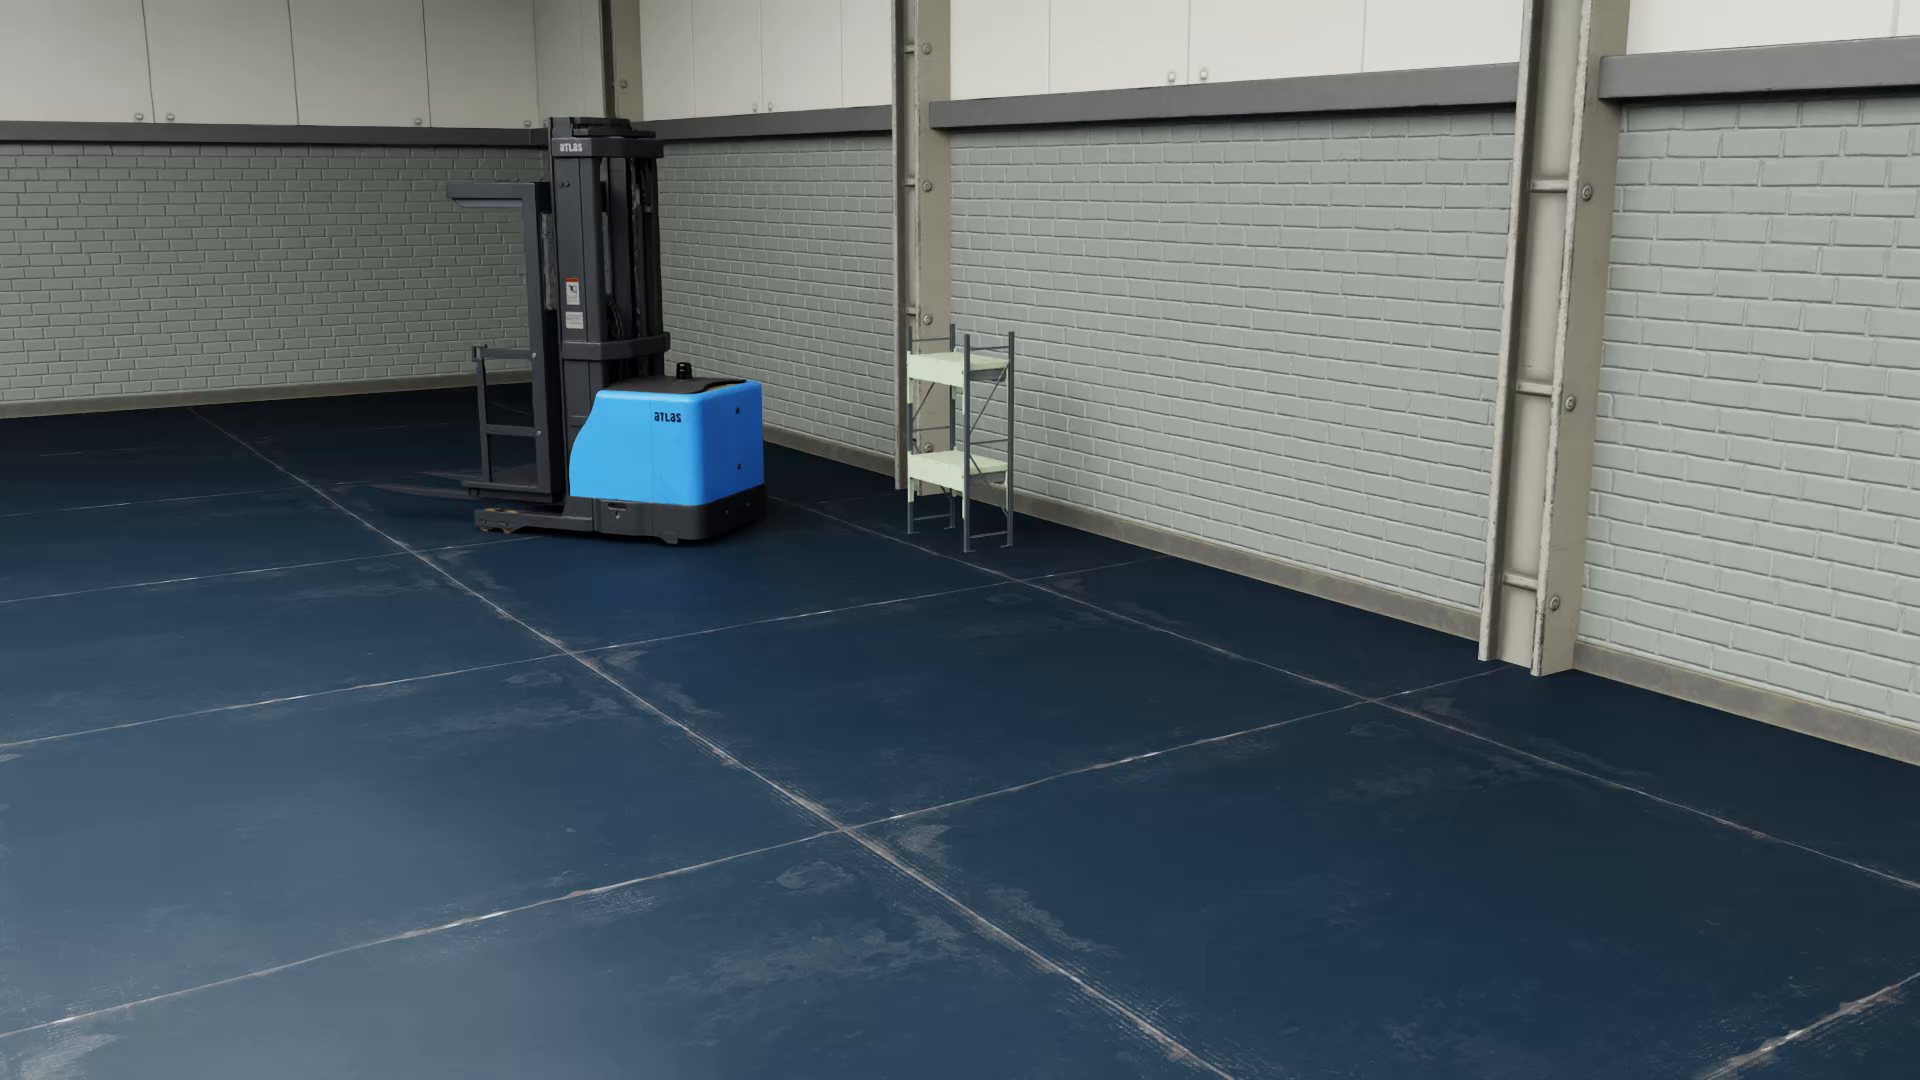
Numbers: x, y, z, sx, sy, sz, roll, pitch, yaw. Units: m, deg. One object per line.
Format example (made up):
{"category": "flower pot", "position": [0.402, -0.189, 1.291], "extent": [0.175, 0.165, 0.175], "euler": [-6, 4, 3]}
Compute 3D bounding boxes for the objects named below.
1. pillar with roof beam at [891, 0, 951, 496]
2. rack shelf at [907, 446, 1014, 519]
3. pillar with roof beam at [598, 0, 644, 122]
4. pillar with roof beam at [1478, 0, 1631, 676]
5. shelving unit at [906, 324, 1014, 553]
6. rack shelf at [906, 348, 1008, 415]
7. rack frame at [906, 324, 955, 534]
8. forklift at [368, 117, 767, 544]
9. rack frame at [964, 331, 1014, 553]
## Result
{"category": "pillar with roof beam", "position": [-3.889, -4.298, 10.453], "extent": [9.100, 9.000, 0.400], "euler": [-8, 15, -33]}
{"category": "rack shelf", "position": [-0.004, -0.415, 11.777], "extent": [0.431, 0.370, 0.720], "euler": [-8, 15, -33]}
{"category": "pillar with roof beam", "position": [-7.213, -5.365, 15.333], "extent": [9.100, 9.000, 0.400], "euler": [-8, 15, -33]}
{"category": "pillar with roof beam", "position": [-0.565, -3.231, 5.573], "extent": [9.100, 9.000, 0.400], "euler": [-8, 15, -33]}
{"category": "shelving unit", "position": [-0.004, -0.734, 11.707], "extent": [0.431, 1.500, 0.755], "euler": [-8, 15, -33]}
{"category": "rack shelf", "position": [-0.004, -1.115, 11.624], "extent": [0.431, 0.370, 0.720], "euler": [-8, 15, -33]}
{"category": "rack frame", "position": [-0.207, -0.799, 12.005], "extent": [0.400, 1.500, 0.023], "euler": [-8, 15, -33]}
{"category": "forklift", "position": [-3.008, -1.579, 12.222], "extent": [3.031, 2.935, 1.130], "euler": [5, 13, 21]}
{"category": "rack frame", "position": [0.199, -0.669, 11.409], "extent": [0.400, 1.500, 0.023], "euler": [-8, 15, -33]}
